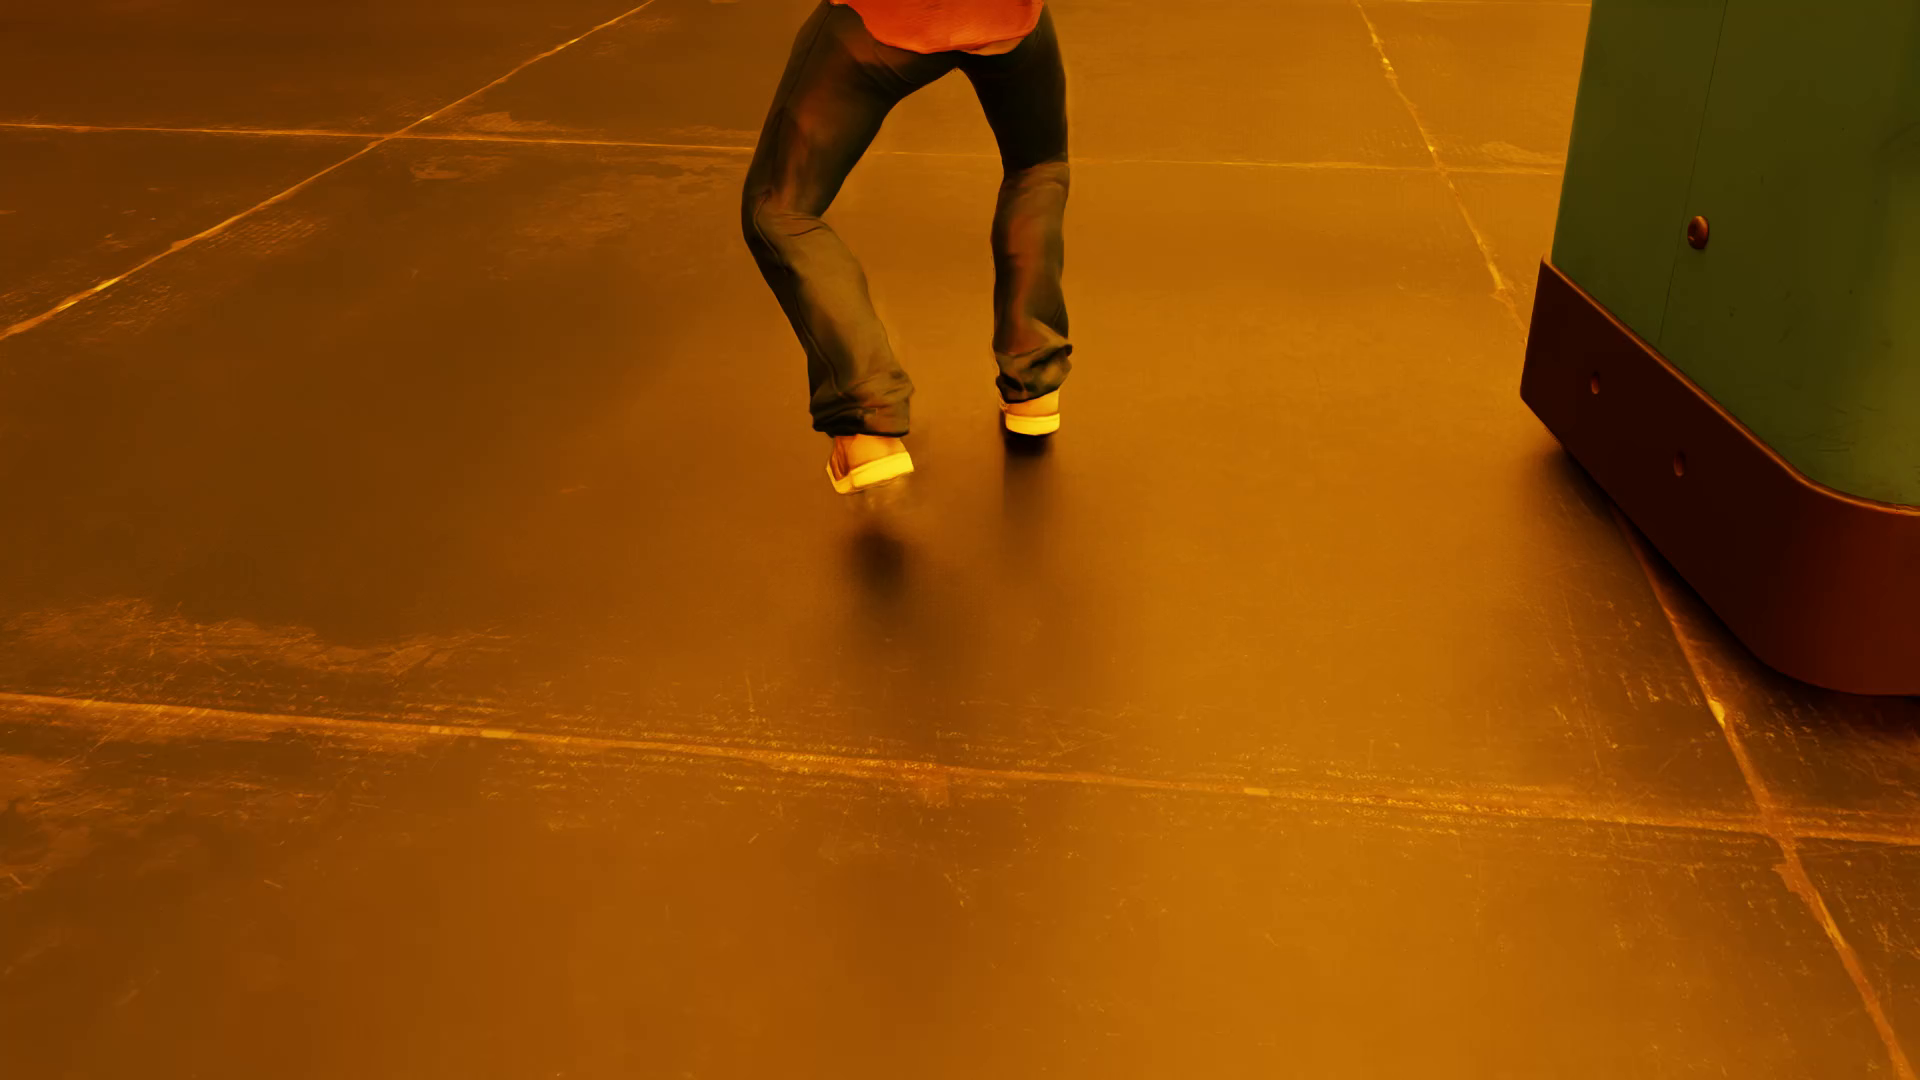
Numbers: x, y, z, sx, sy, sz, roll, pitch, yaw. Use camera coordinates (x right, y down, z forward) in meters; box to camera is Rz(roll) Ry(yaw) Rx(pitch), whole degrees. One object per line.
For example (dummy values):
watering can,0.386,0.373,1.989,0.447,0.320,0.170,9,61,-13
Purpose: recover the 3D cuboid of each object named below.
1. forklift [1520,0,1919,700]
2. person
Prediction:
forklift,2.478,-1.317,1.857,3.031,2.935,1.130,-1,27,-2
person,0.060,-0.810,2.557,0.892,1.387,0.710,-15,30,-27
